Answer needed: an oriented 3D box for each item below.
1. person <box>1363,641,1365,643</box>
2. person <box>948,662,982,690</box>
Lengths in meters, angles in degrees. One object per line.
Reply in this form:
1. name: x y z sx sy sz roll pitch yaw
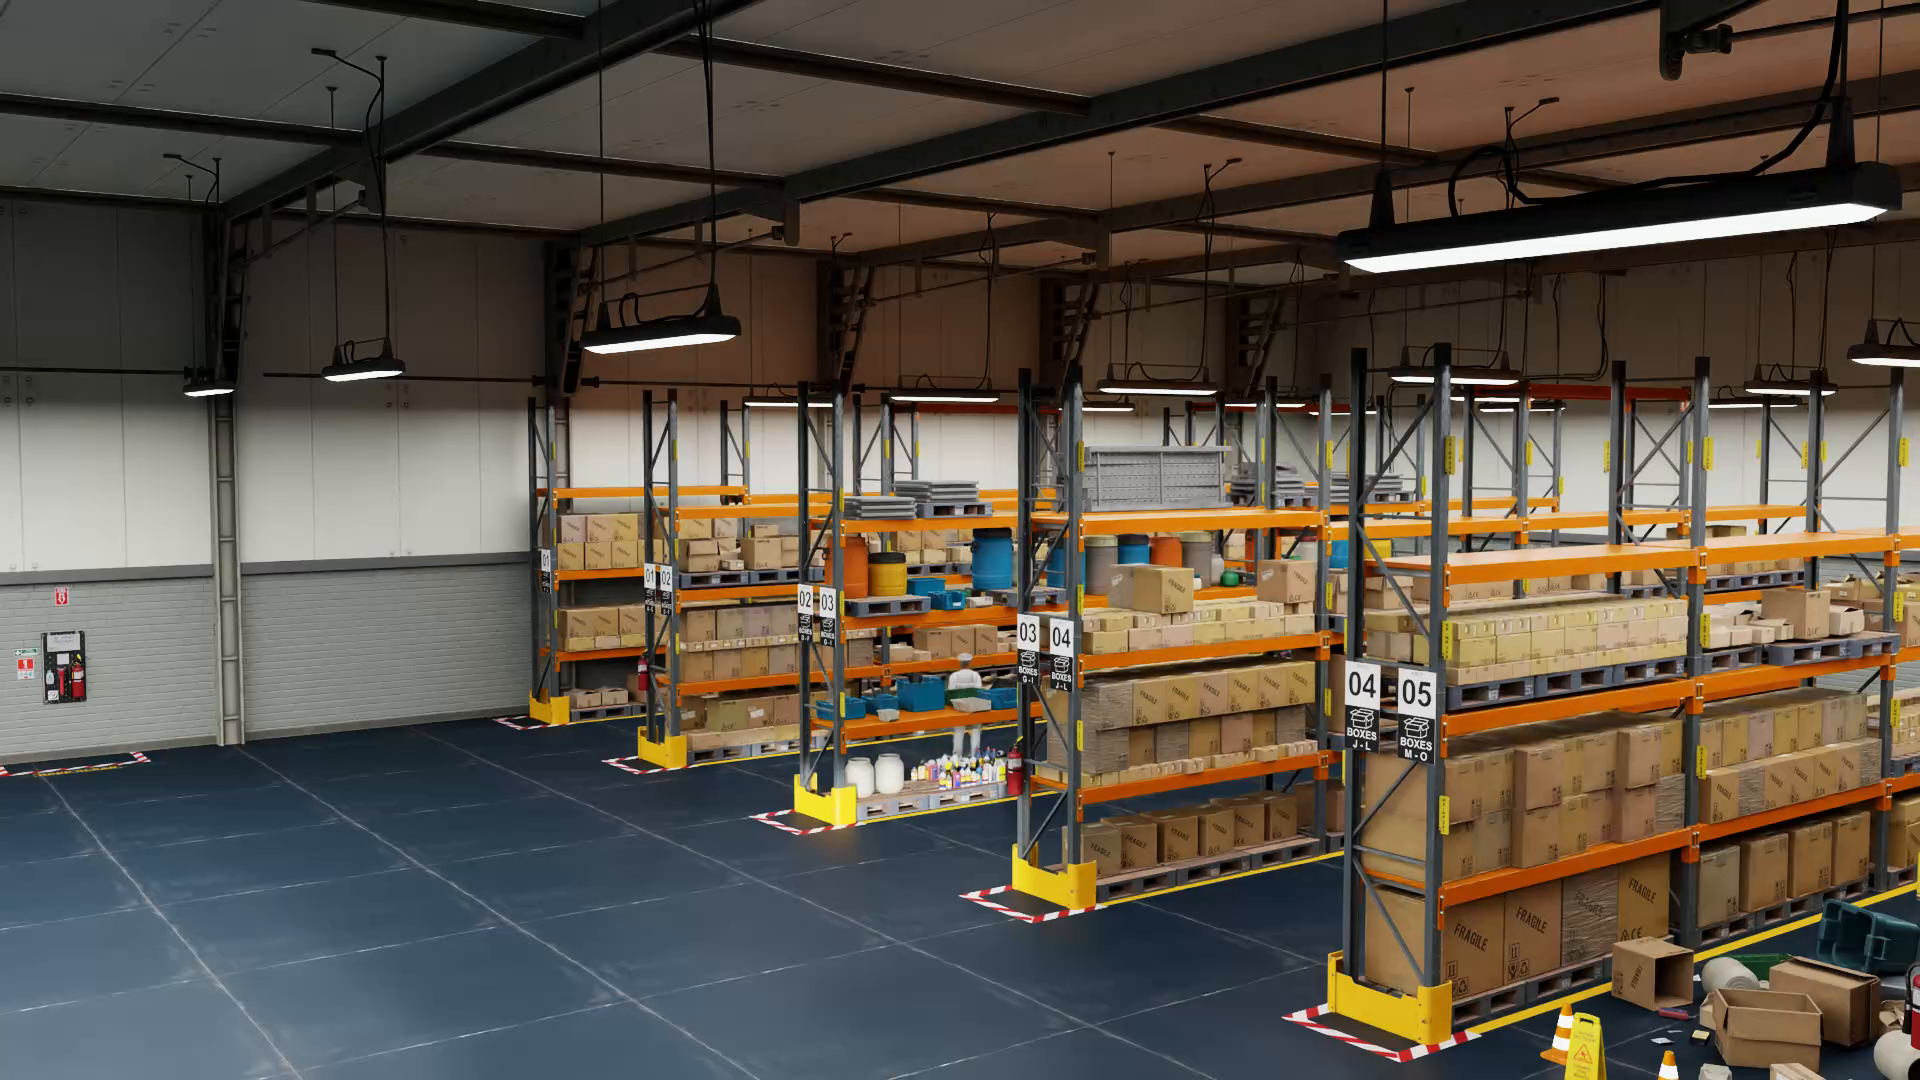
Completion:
1. person: 9.276 2.189 37.550 0.472 1.382 0.382 1 4 24
2. person: 0.076 2.370 26.660 0.580 1.025 0.394 1 3 14
